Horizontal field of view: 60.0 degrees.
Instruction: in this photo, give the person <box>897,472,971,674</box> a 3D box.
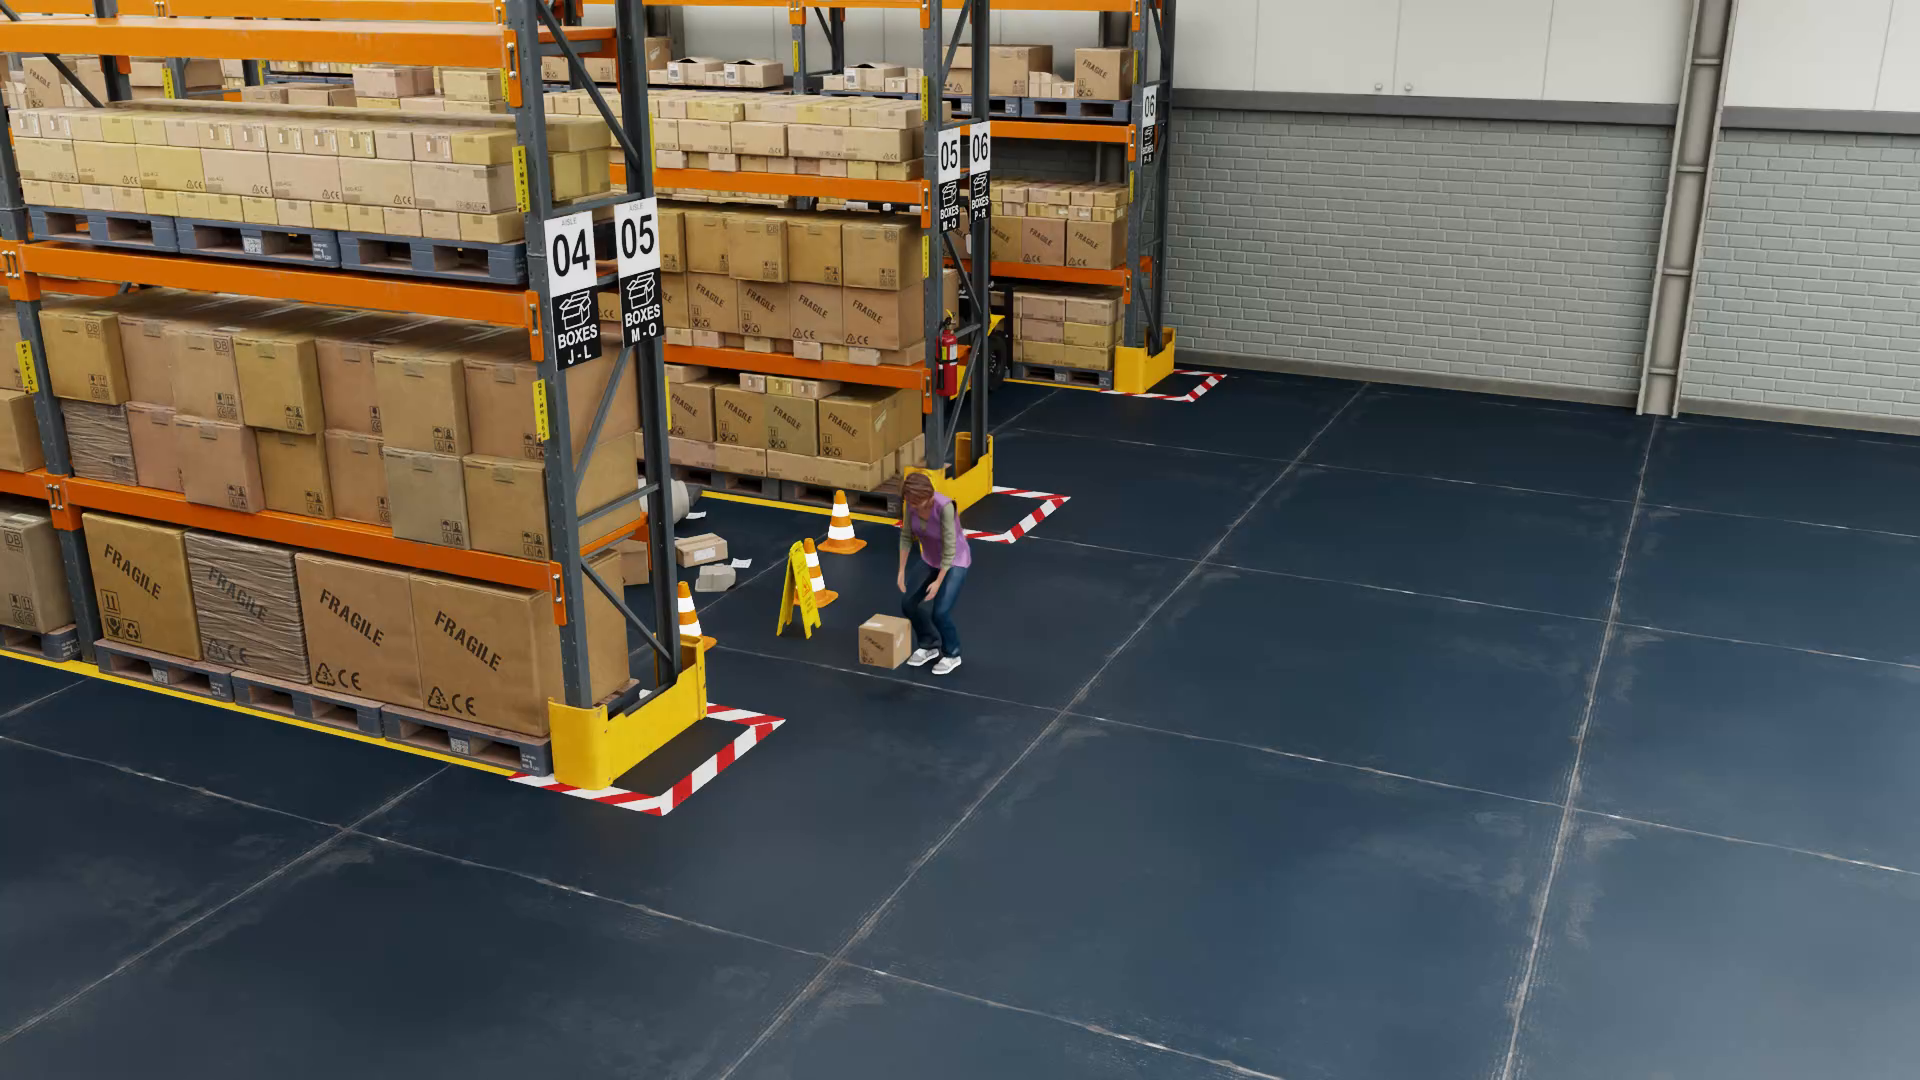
[{"bbox_3d":[-0.160,0.201,10.845,0.458,1.385,0.581,16,25,39],"label":"person"}]
